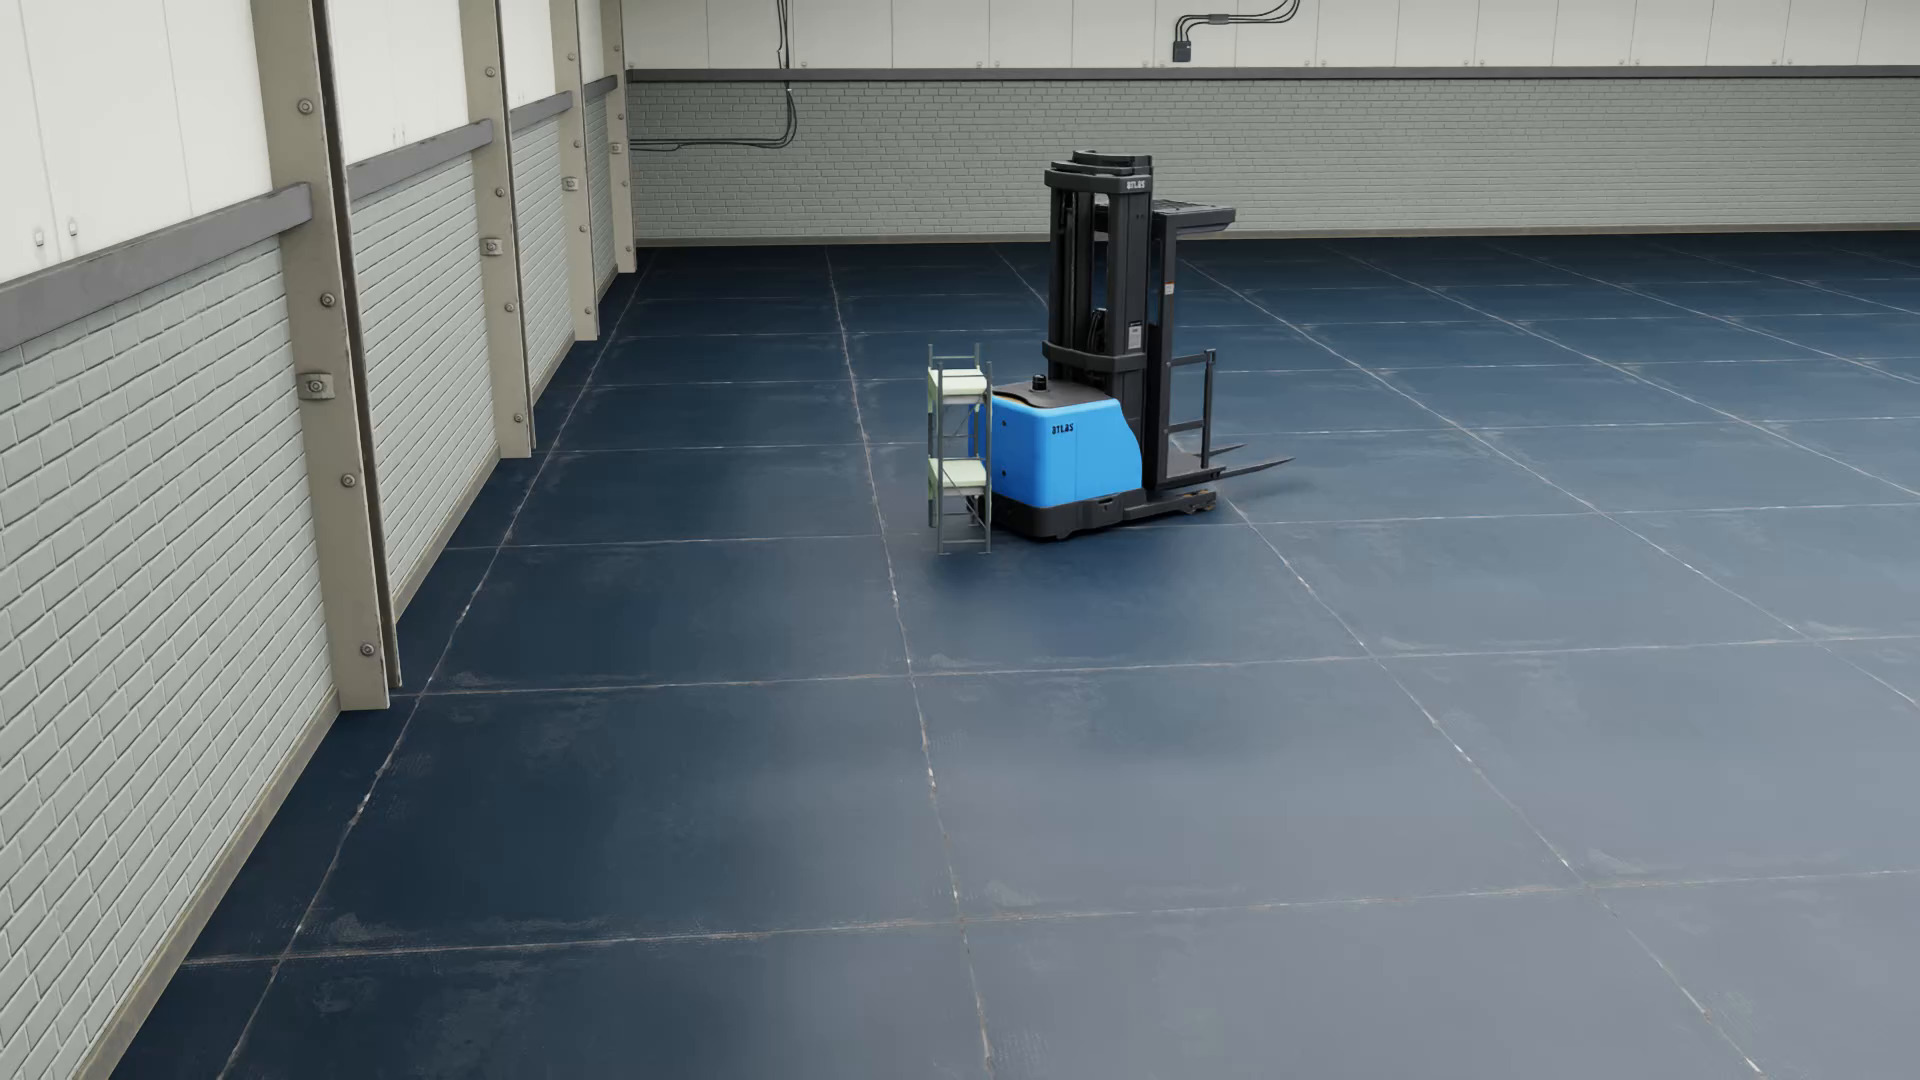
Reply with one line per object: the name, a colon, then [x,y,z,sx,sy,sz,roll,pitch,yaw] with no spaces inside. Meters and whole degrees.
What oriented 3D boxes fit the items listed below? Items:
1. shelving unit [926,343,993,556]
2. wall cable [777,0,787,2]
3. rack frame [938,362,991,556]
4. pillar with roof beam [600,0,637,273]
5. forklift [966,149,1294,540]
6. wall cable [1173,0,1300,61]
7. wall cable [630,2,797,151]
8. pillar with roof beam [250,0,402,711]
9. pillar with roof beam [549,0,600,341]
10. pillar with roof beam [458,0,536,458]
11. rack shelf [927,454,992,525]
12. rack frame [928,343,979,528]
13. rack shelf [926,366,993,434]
shelving unit: [-0.011,-0.715,12.947,0.431,1.500,0.755,-2,18,-7]
wall cable: [-1.755,-10.631,28.767,3.097,2.526,0.112,-2,18,-6]
rack frame: [0.033,-0.606,12.600,0.400,1.500,0.023,-2,18,-7]
pillar with roof beam: [-1.175,-8.833,26.290,9.100,9.000,0.400,-2,18,-6]
forklift: [1.542,-1.730,13.793,3.031,2.935,1.130,-12,21,-34]
wall cable: [4.998,-11.530,29.202,2.305,6.003,0.169,-2,18,-6]
wall cable: [-4.446,-8.137,29.257,3.097,2.526,0.112,-2,18,-6]
pillar with roof beam: [0.681,-3.470,9.208,9.100,9.000,0.400,-2,18,-6]
pillar with roof beam: [-0.557,-7.046,20.596,9.100,9.000,0.400,-2,18,-6]
pillar with roof beam: [0.062,-5.258,14.902,9.100,9.000,0.400,-2,18,-6]
rack shelf: [-0.012,-0.403,13.044,0.431,0.370,0.720,-2,18,-7]
rack frame: [-0.054,-0.823,13.294,0.400,1.500,0.023,-2,18,-7]
rack shelf: [-0.009,-1.087,12.830,0.431,0.370,0.720,-2,18,-7]
